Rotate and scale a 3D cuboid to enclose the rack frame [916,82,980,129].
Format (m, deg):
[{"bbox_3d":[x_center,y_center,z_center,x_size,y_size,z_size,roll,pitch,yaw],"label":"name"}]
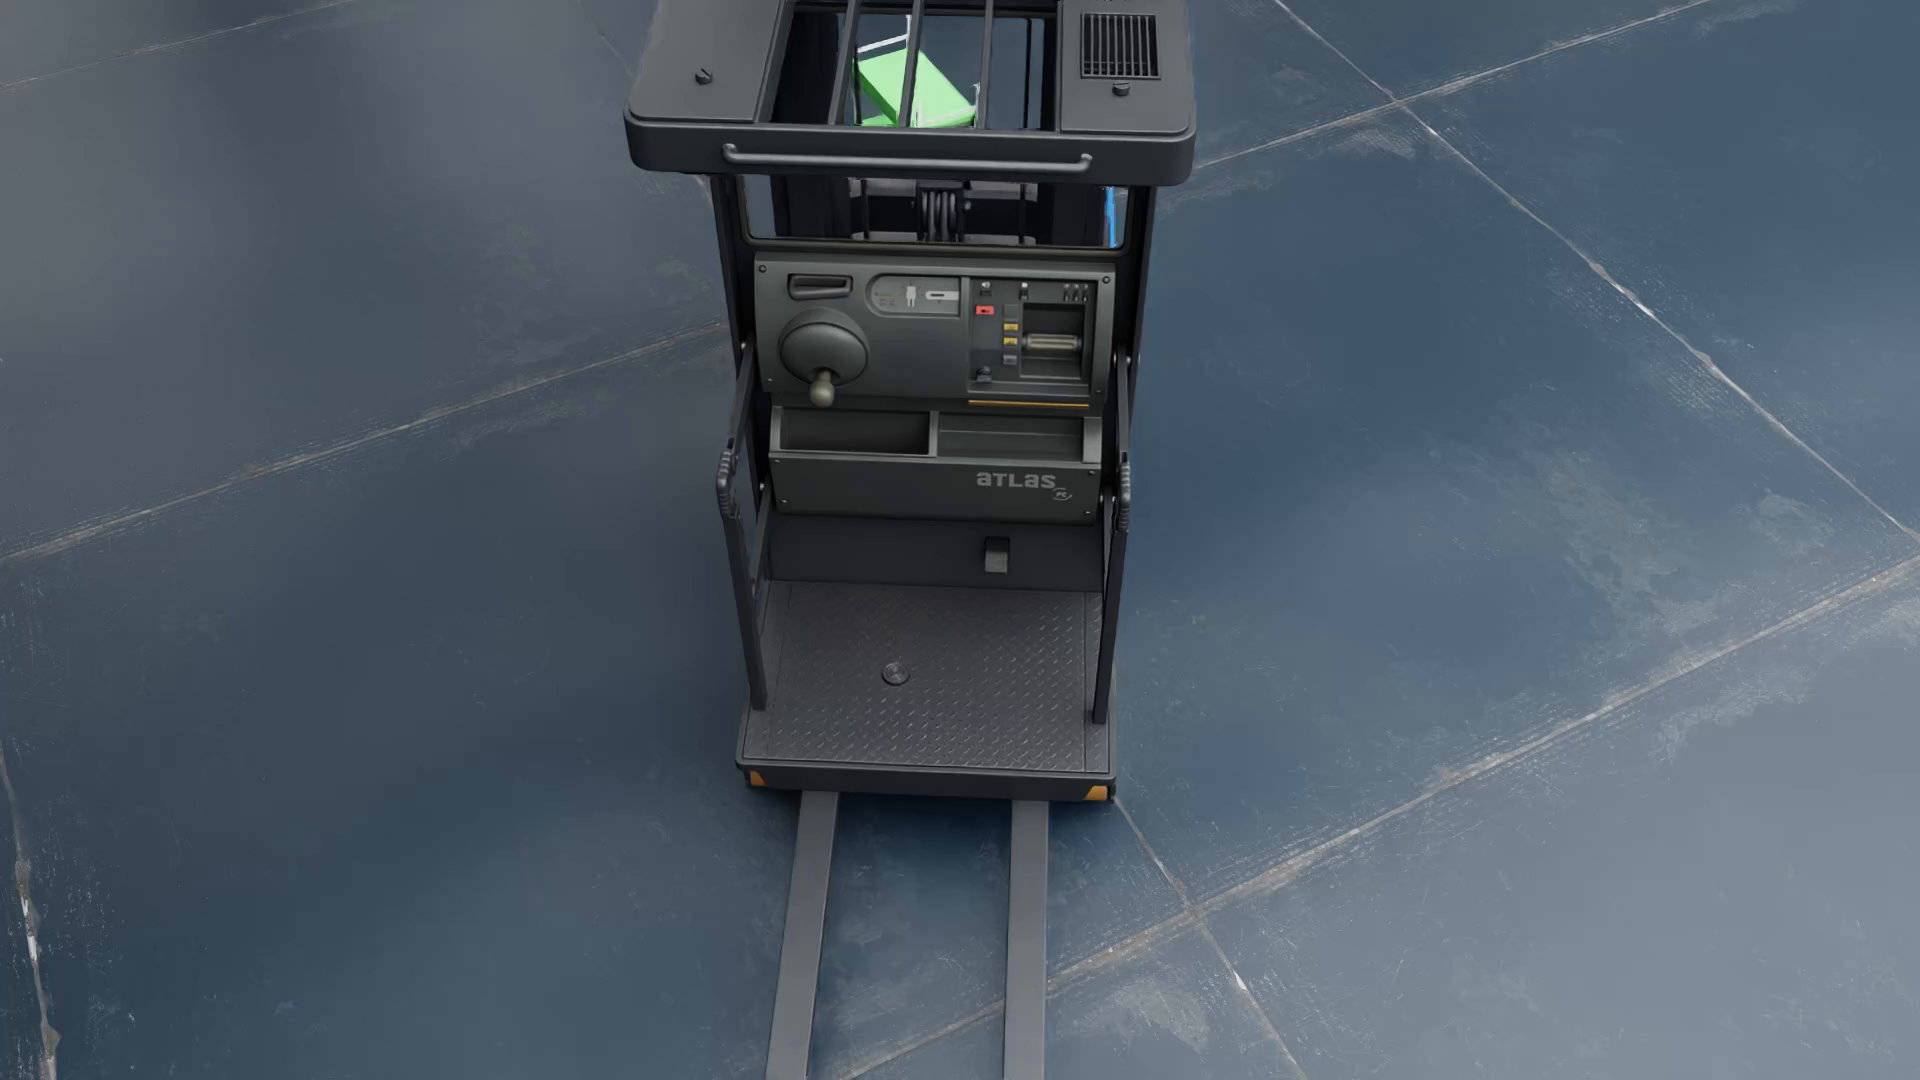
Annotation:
[{"bbox_3d":[-0.035,-1.066,5.885,0.240,1.200,0.015,-22,52,-18],"label":"rack frame"}]

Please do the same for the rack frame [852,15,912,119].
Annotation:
[{"bbox_3d":[-0.269,-1.388,6.167,0.240,1.200,0.015,-22,52,-18],"label":"rack frame"}]

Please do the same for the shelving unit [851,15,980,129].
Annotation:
[{"bbox_3d":[-0.152,-1.227,6.026,0.258,1.200,0.503,-22,52,-18],"label":"shelving unit"}]

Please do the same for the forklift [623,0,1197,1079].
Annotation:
[{"bbox_3d":[-0.077,-0.433,4.182,1.130,2.935,3.031,2,49,2],"label":"forklift"}]

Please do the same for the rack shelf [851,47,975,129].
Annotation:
[{"bbox_3d":[-0.152,-1.501,5.713,0.258,0.148,0.480,-22,52,-18],"label":"rack shelf"}]

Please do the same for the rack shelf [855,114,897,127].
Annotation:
[{"bbox_3d":[-0.152,-1.343,5.893,0.258,0.148,0.480,-22,52,-18],"label":"rack shelf"}]
